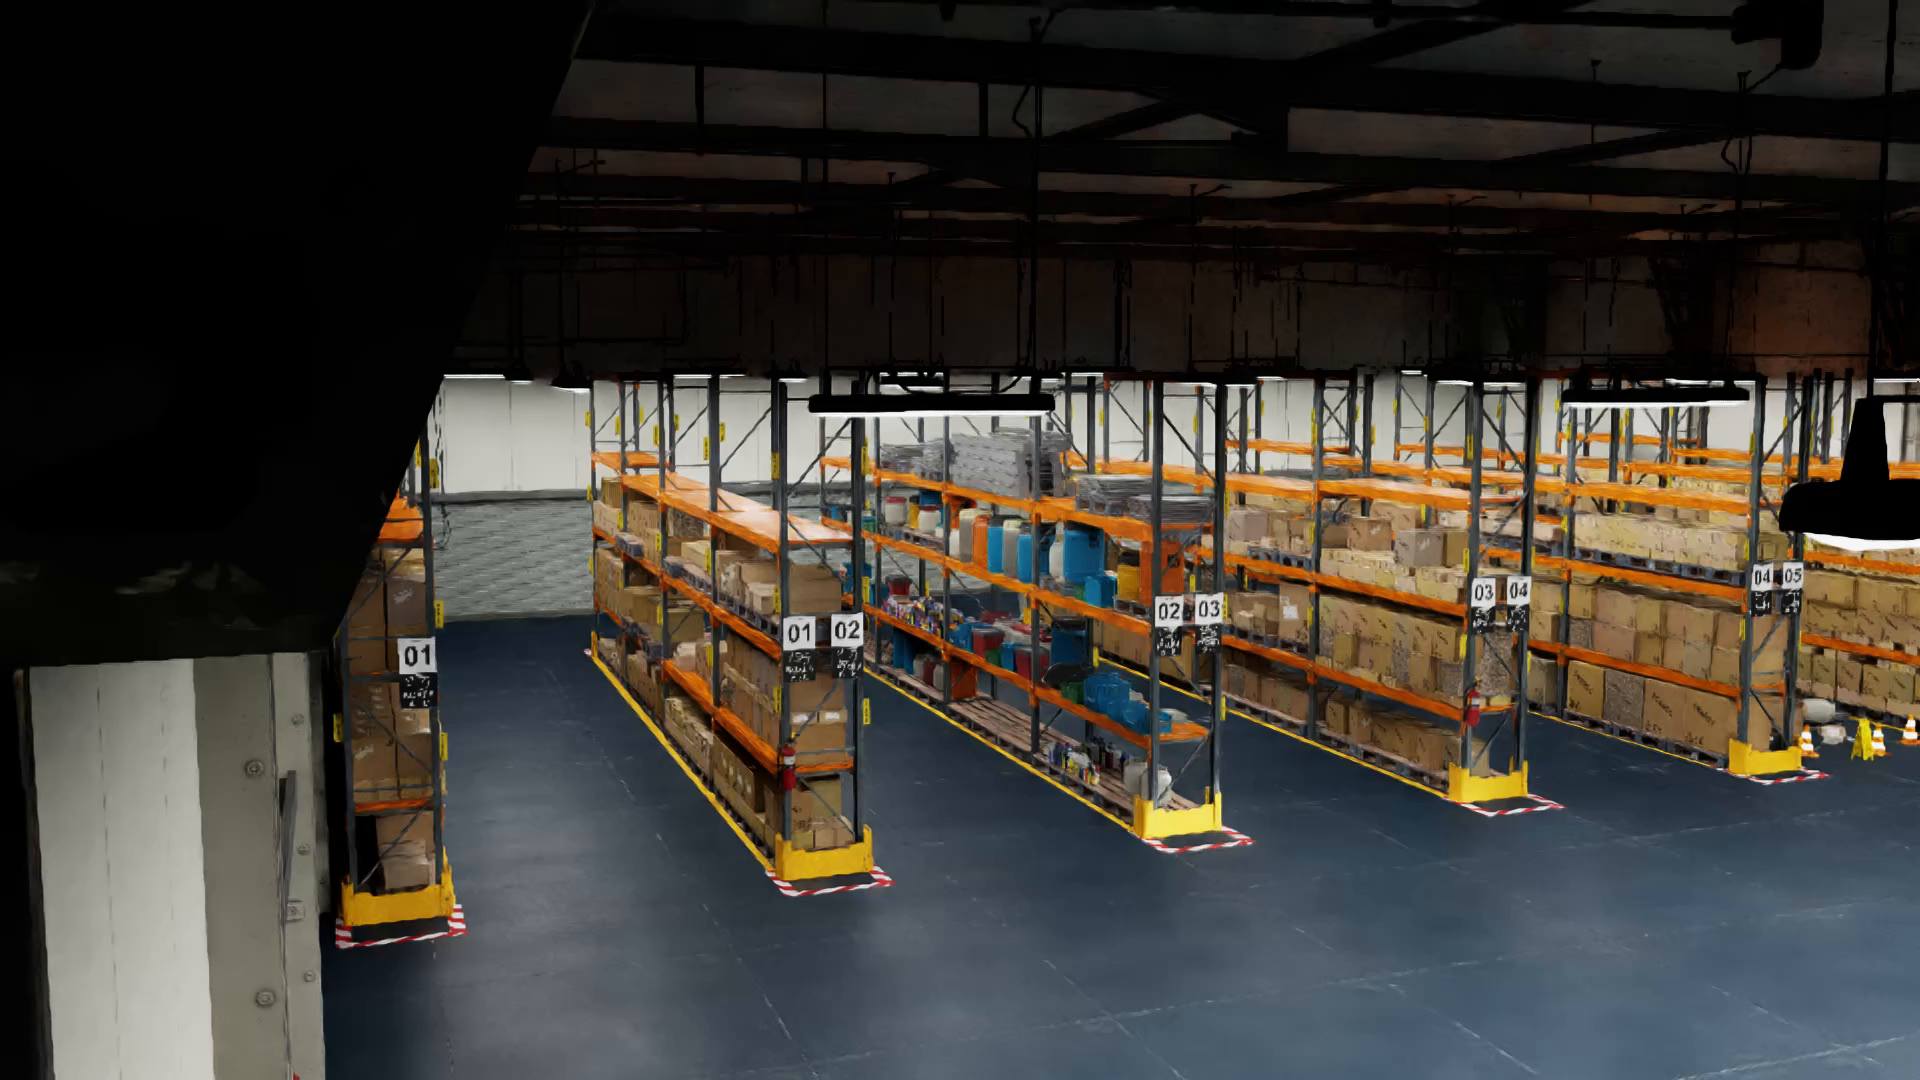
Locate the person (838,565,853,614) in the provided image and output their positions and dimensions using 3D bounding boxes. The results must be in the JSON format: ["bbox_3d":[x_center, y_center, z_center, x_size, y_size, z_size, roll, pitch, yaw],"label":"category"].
[{"bbox_3d":[-2.510,1.387,35.748,0.633,1.743,1.048,0,6,1],"label":"person"}]

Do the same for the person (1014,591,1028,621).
[{"bbox_3d":[1.638,1.098,39.576,0.541,1.657,0.644,-6,9,-41],"label":"person"}]

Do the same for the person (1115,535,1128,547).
[{"bbox_3d":[4.275,0.631,43.951,0.552,1.620,0.550,2,7,17],"label":"person"}]
